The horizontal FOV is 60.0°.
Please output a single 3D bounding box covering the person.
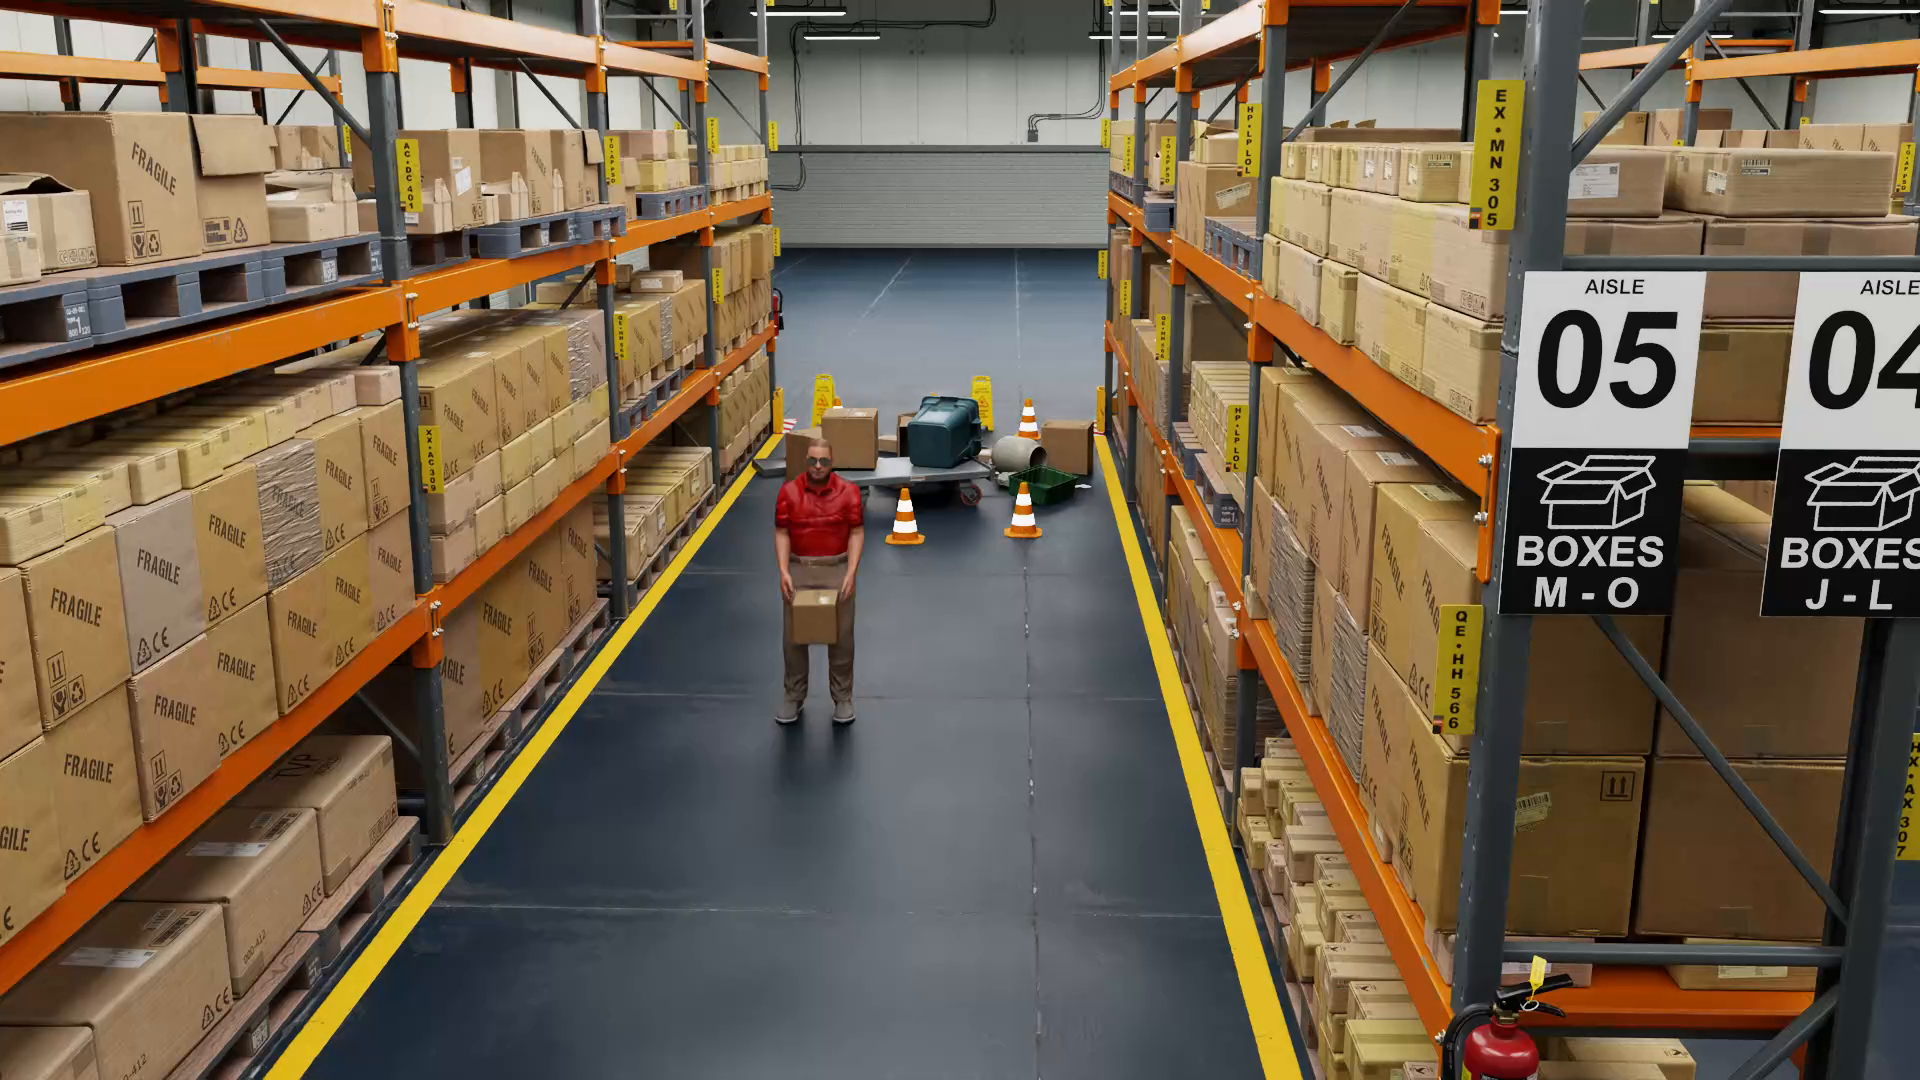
[{"bbox_3d":[-0.850,0.238,10.045,0.547,1.733,0.405,0,14,0],"label":"person"}]
